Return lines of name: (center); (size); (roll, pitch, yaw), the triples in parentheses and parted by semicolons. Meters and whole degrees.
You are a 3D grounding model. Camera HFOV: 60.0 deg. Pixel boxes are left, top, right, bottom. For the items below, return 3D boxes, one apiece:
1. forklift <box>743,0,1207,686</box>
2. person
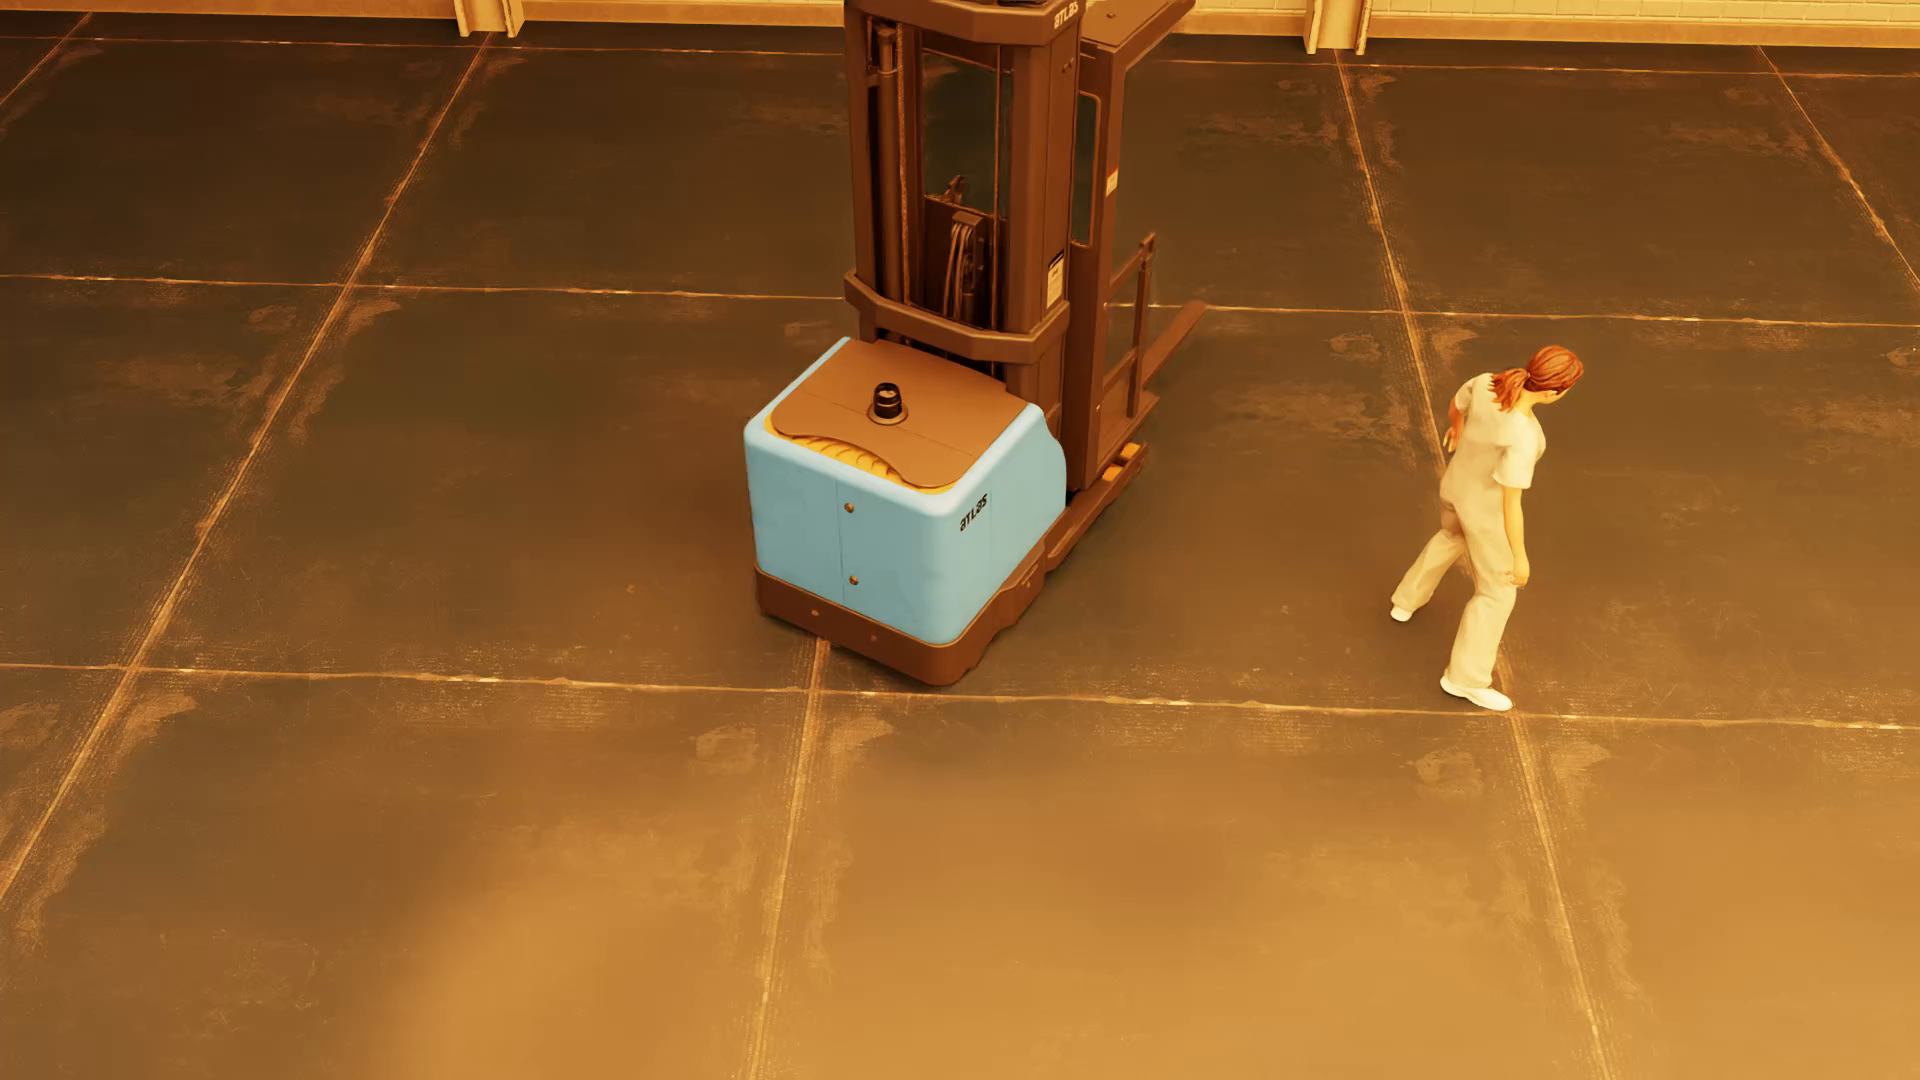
forklift: (0.273, -1.436, 7.315); (1.130, 2.935, 3.031); (22, 47, 22)
person: (2.185, -0.136, 6.886); (0.385, 1.638, 0.864); (-11, 43, -12)
